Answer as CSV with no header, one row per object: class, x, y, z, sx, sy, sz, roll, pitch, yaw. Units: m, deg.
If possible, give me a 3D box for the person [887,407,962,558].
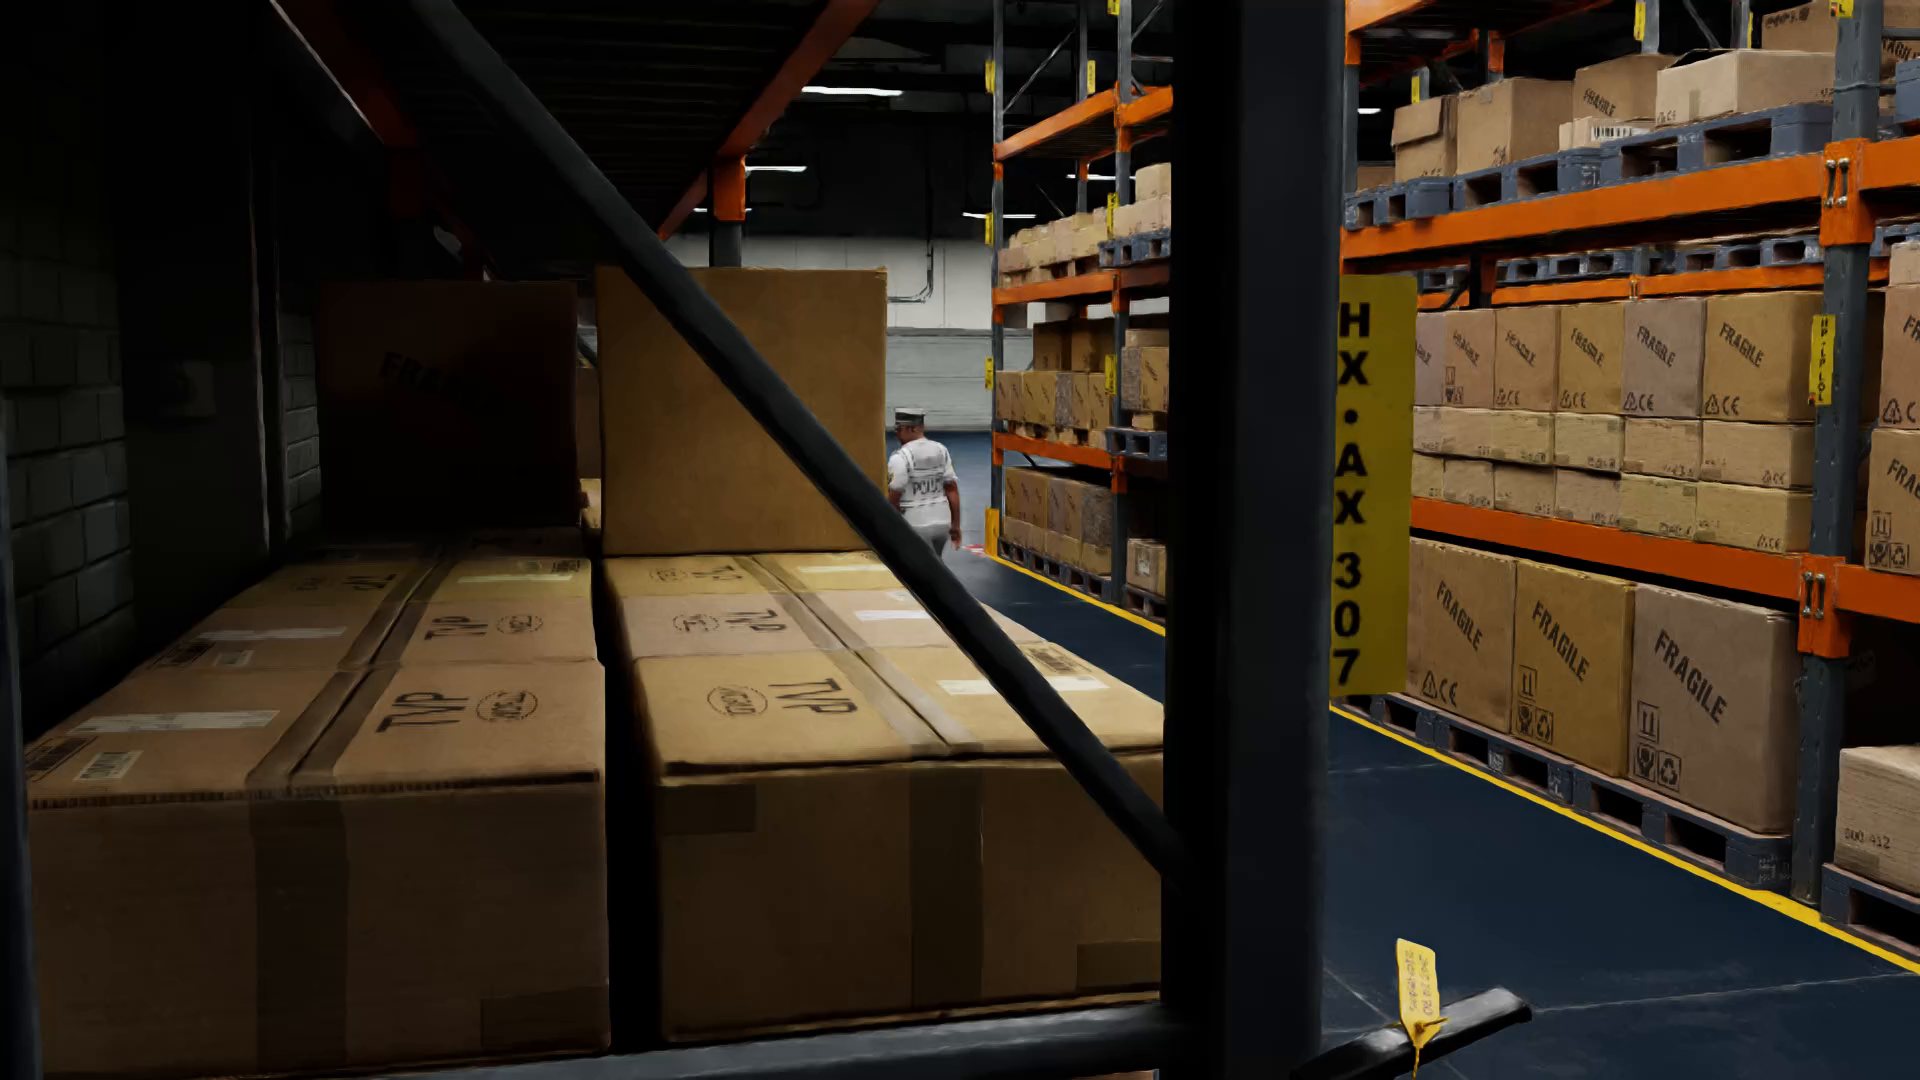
person,-0.348,-0.098,11.878,0.593,1.707,0.903,-6,8,-44
